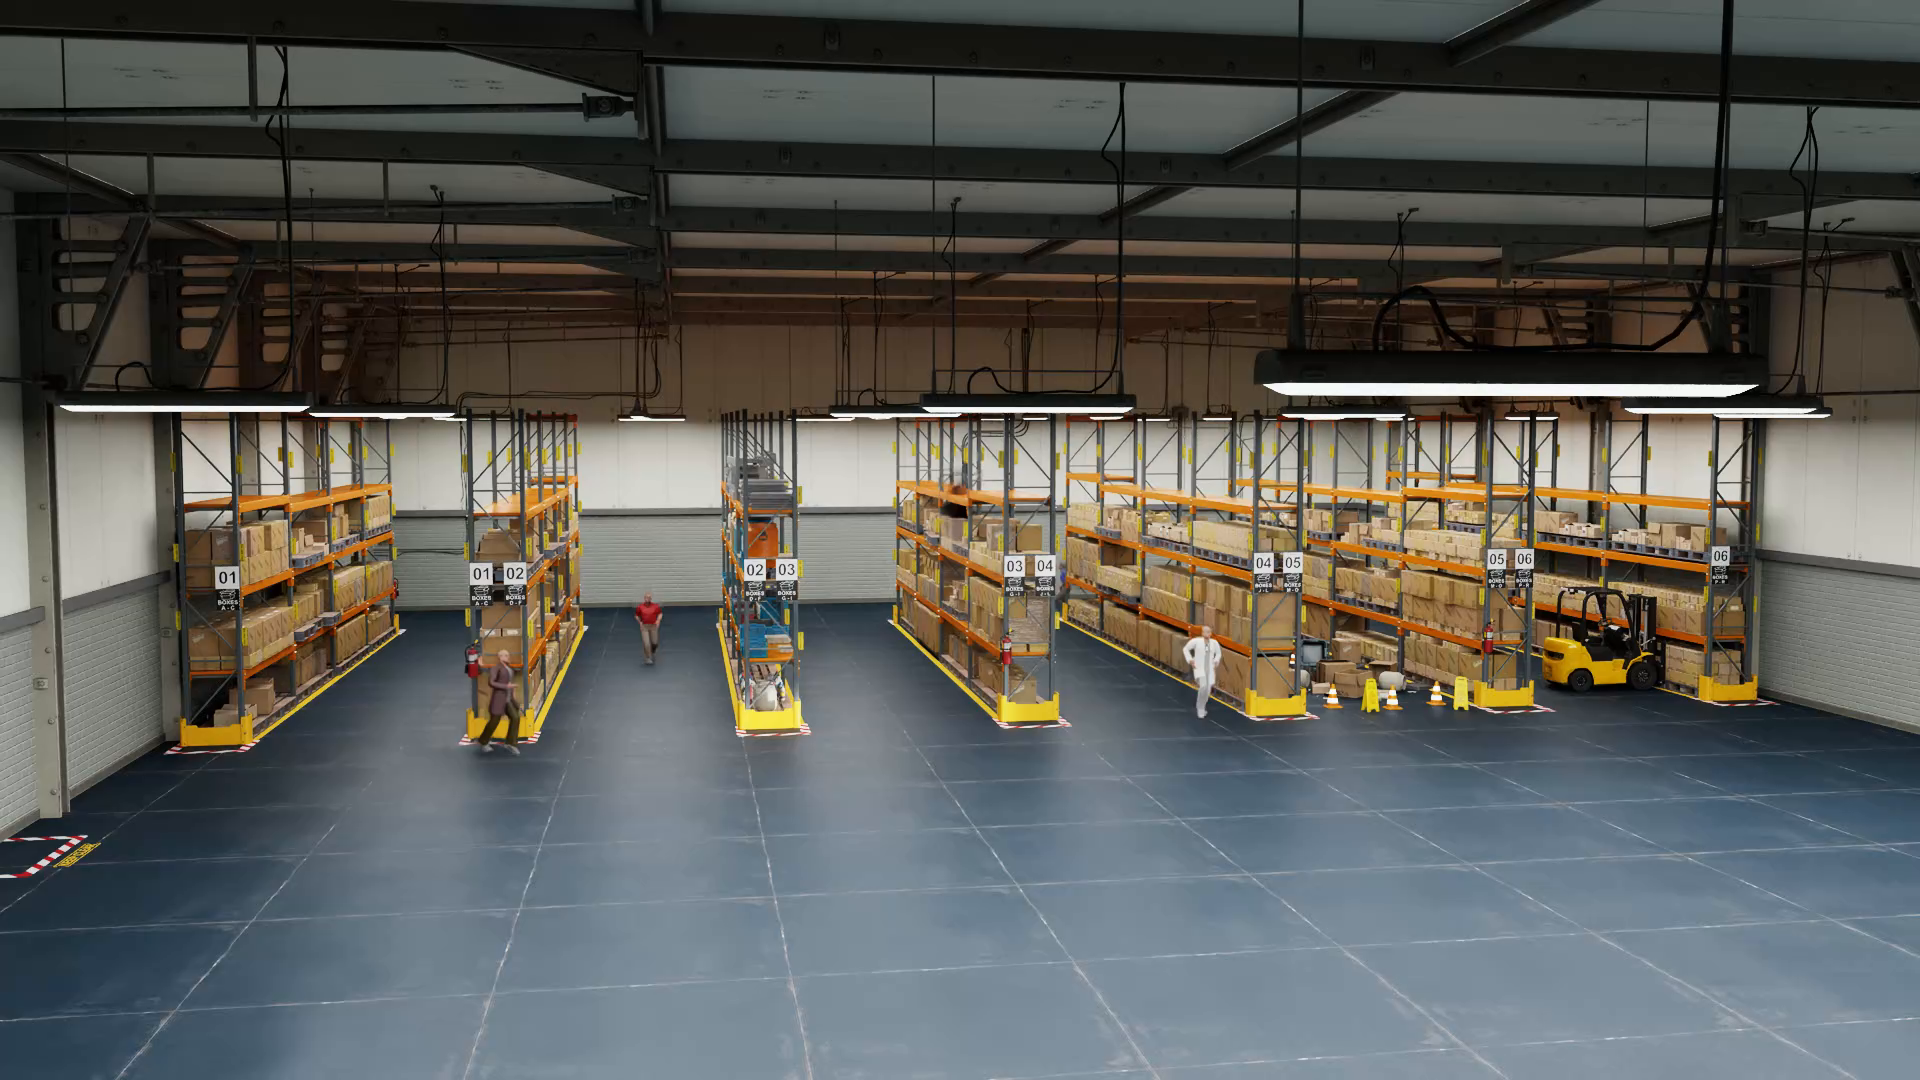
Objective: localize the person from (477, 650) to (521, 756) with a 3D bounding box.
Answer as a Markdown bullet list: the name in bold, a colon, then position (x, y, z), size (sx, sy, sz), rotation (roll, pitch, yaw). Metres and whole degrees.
- **person**: position (-7.942, 2.808, 28.882), size (0.885, 1.798, 0.713), rotation (2, 4, 24)

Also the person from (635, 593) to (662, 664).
- **person**: position (-7.422, 2.113, 39.690), size (0.640, 1.677, 0.596), rotation (-1, 4, -14)

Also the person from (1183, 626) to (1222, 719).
- **person**: position (4.781, 2.583, 32.540), size (0.719, 1.799, 0.700), rotation (-1, 4, -15)

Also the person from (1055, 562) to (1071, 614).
- **person**: position (3.043, 1.464, 49.856), size (0.566, 1.613, 0.866), rotation (0, 4, 0)

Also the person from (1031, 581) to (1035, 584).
- **person**: position (2.101, 1.552, 48.664), size (0.611, 1.572, 0.596), rotation (3, 5, 38)
